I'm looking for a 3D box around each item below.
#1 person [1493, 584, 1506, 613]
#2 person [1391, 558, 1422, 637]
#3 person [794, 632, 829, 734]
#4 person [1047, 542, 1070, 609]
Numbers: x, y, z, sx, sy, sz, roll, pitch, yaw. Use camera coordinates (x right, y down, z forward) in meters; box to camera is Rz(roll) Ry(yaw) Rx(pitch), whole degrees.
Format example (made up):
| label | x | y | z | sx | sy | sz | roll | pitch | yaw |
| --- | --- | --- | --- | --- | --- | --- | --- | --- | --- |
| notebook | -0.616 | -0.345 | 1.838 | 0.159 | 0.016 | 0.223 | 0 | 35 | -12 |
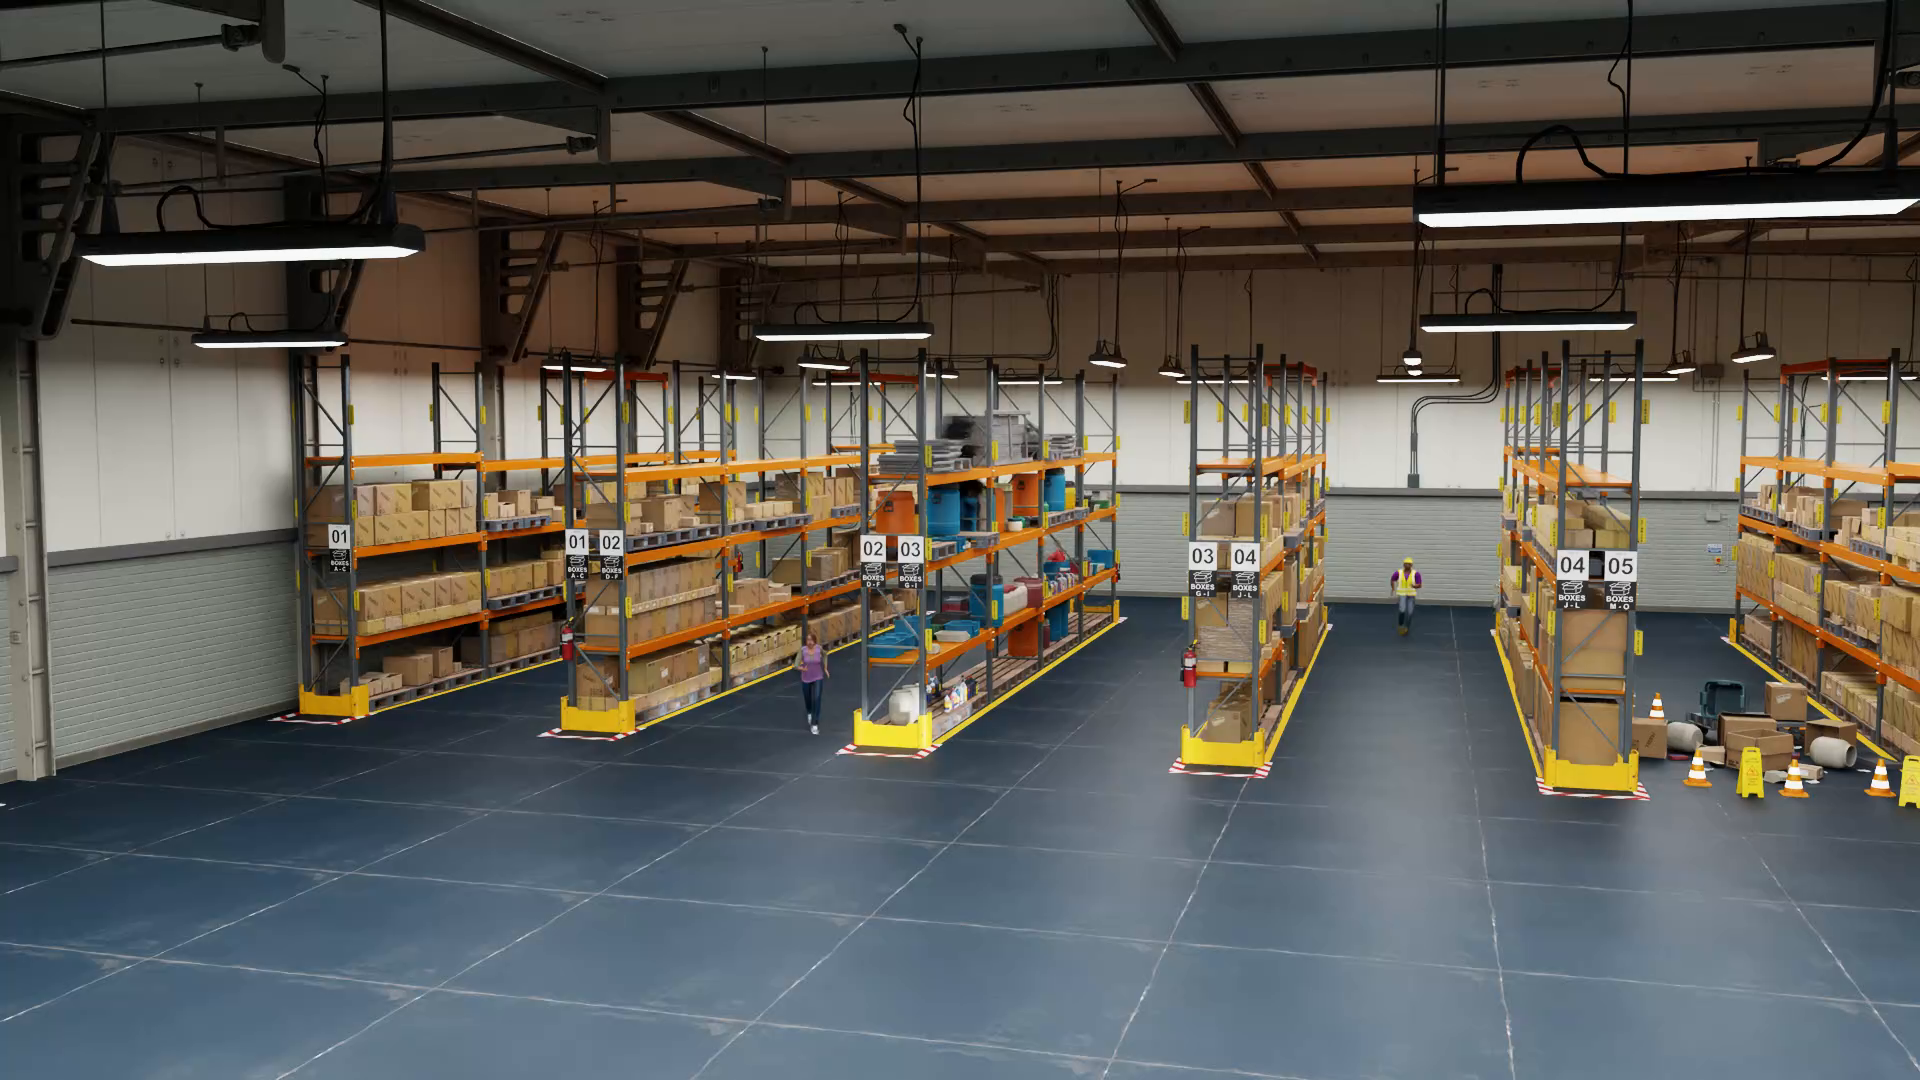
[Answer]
| label | x | y | z | sx | sy | sz | roll | pitch | yaw |
| --- | --- | --- | --- | --- | --- | --- | --- | --- | --- |
| person | 12.804 | 1.276 | 38.832 | 0.656 | 1.659 | 0.595 | 0 | 4 | 5 |
| person | 10.129 | 1.298 | 37.721 | 0.662 | 1.786 | 0.722 | 1 | 4 | 8 |
| person | -2.351 | 2.227 | 26.342 | 0.551 | 1.571 | 0.909 | 0 | 4 | -5 |
| person | 2.547 | 0.907 | 42.983 | 0.913 | 1.708 | 0.648 | 2 | 5 | 25 |
